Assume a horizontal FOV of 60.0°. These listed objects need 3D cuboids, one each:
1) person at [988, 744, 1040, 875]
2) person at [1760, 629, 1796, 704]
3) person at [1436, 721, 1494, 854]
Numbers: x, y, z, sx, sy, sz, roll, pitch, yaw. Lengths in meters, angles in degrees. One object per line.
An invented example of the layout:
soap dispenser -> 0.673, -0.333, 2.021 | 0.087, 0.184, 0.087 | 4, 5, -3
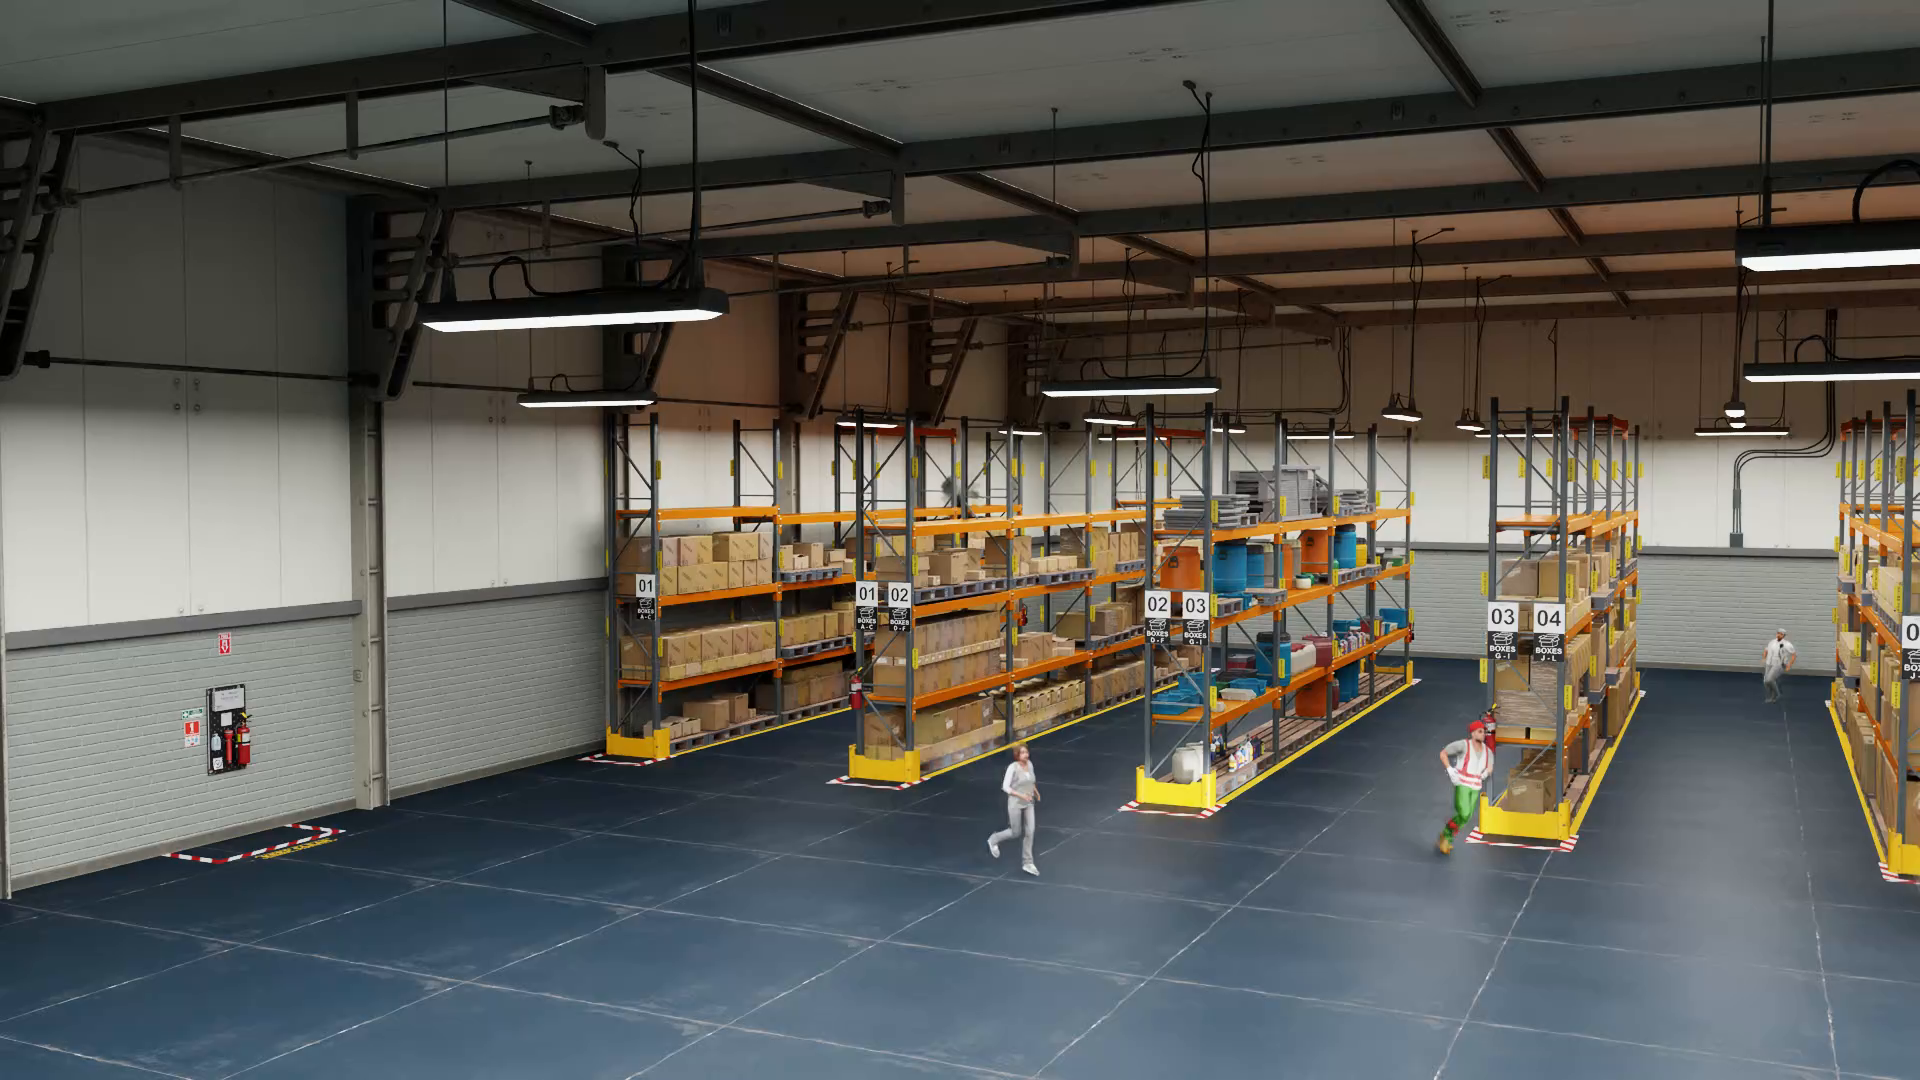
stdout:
person -> 0.727, 3.342, 20.856 | 0.549, 1.595, 0.806 | -2, 3, -38
person -> 17.448, 2.708, 35.613 | 0.560, 1.629, 0.659 | -1, 3, -24
person -> 6.622, 3.219, 21.690 | 0.723, 1.727, 0.620 | -1, 3, -17
